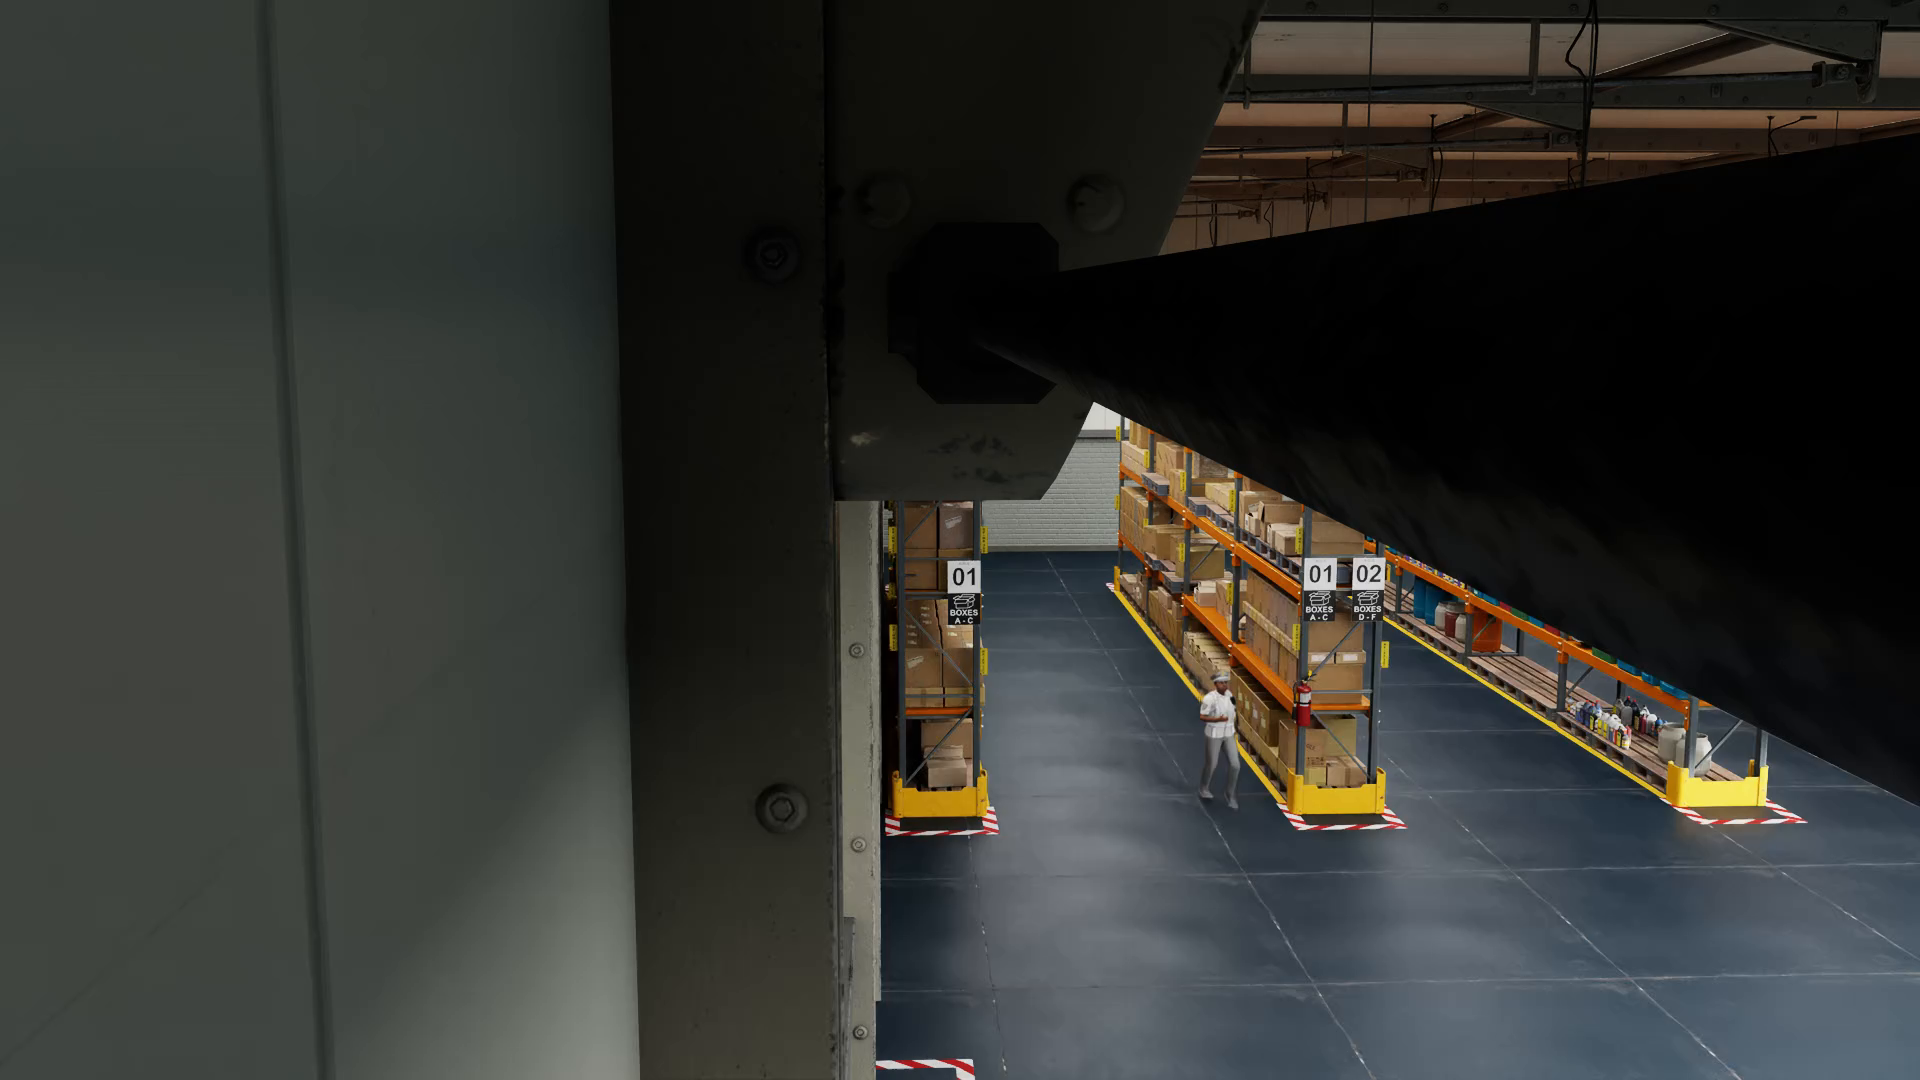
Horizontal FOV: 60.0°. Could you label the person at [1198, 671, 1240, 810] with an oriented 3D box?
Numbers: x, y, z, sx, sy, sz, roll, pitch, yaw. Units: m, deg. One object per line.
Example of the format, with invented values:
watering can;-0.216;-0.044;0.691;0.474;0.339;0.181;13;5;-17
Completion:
person;3.262;2.503;20.920;0.569;1.771;0.671;-3;9;-18
